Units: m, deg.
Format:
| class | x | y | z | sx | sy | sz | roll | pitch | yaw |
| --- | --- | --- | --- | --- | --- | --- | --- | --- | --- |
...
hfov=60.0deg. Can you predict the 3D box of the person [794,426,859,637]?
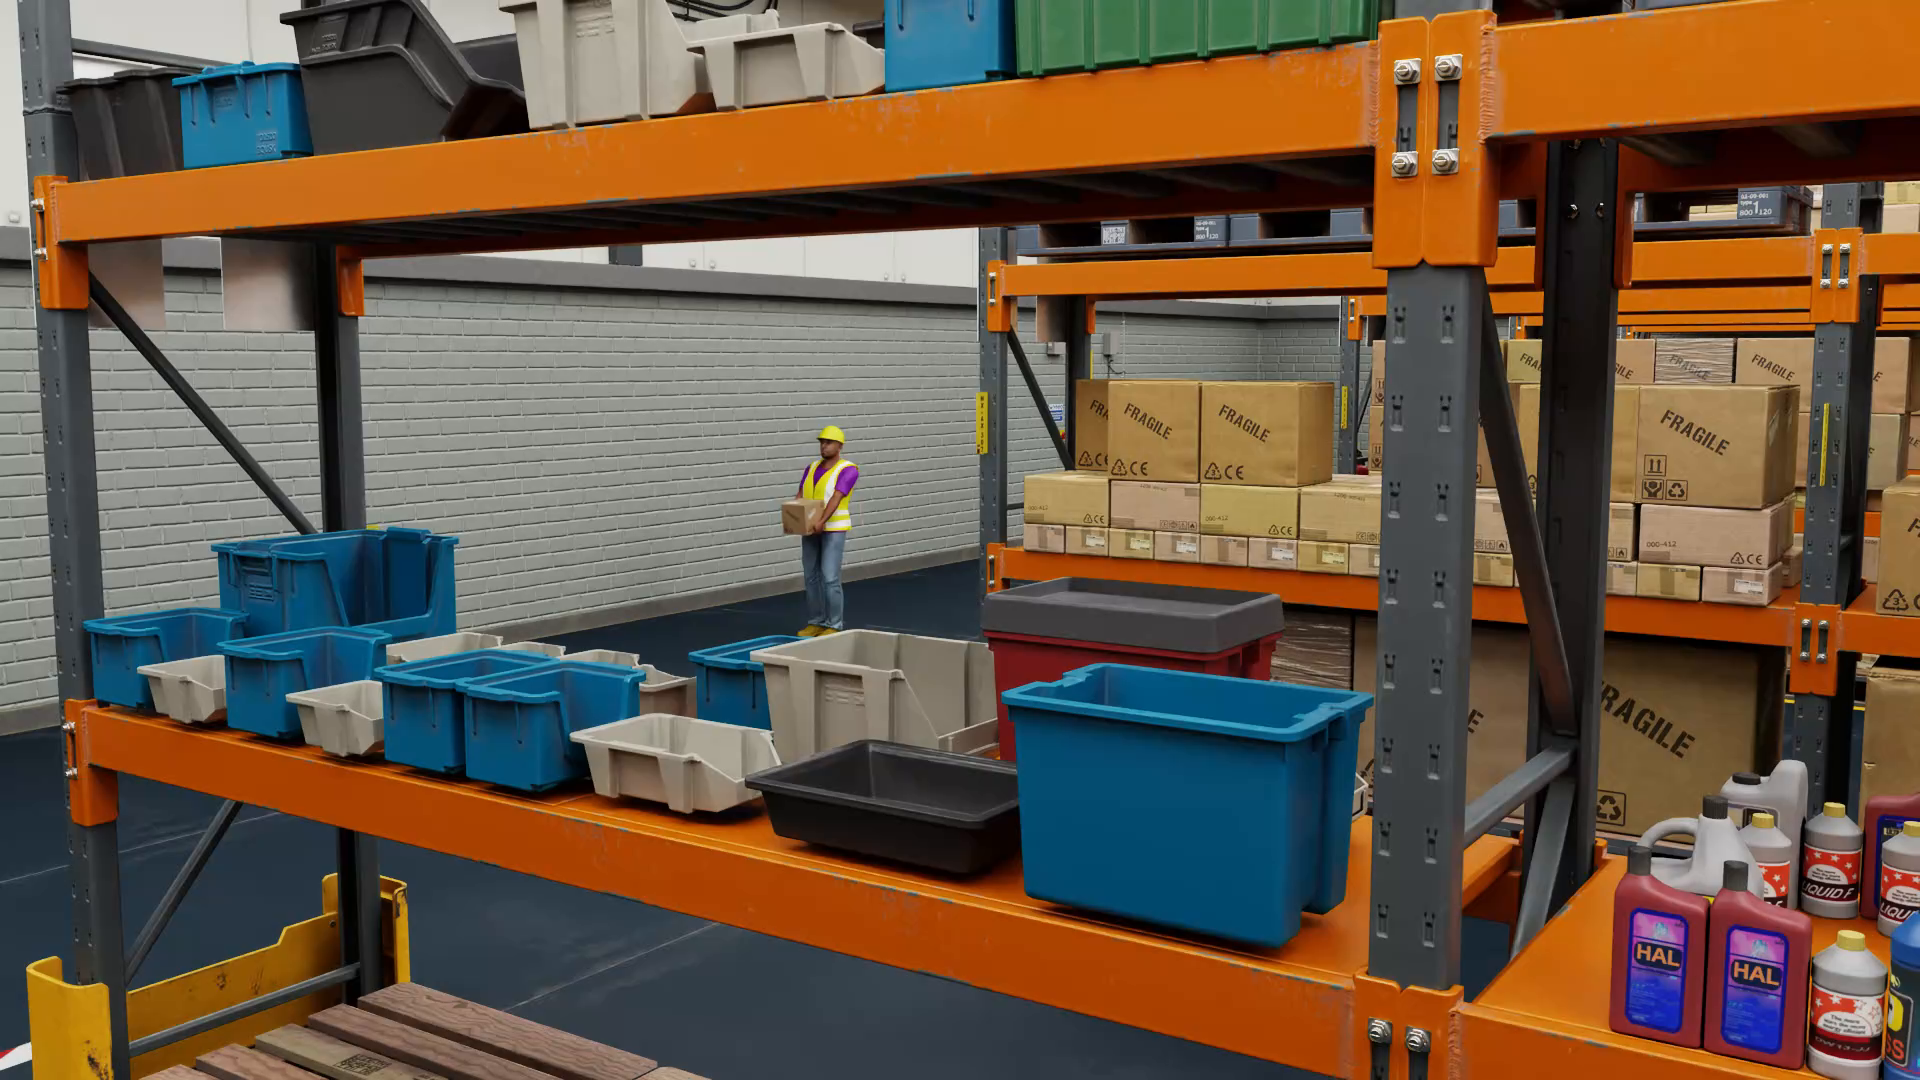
| class | x | y | z | sx | sy | sz | roll | pitch | yaw |
| --- | --- | --- | --- | --- | --- | --- | --- | --- | --- |
| person | -1.154 | -0.054 | 13.692 | 0.503 | 1.760 | 0.577 | 4 | 8 | 34 |
